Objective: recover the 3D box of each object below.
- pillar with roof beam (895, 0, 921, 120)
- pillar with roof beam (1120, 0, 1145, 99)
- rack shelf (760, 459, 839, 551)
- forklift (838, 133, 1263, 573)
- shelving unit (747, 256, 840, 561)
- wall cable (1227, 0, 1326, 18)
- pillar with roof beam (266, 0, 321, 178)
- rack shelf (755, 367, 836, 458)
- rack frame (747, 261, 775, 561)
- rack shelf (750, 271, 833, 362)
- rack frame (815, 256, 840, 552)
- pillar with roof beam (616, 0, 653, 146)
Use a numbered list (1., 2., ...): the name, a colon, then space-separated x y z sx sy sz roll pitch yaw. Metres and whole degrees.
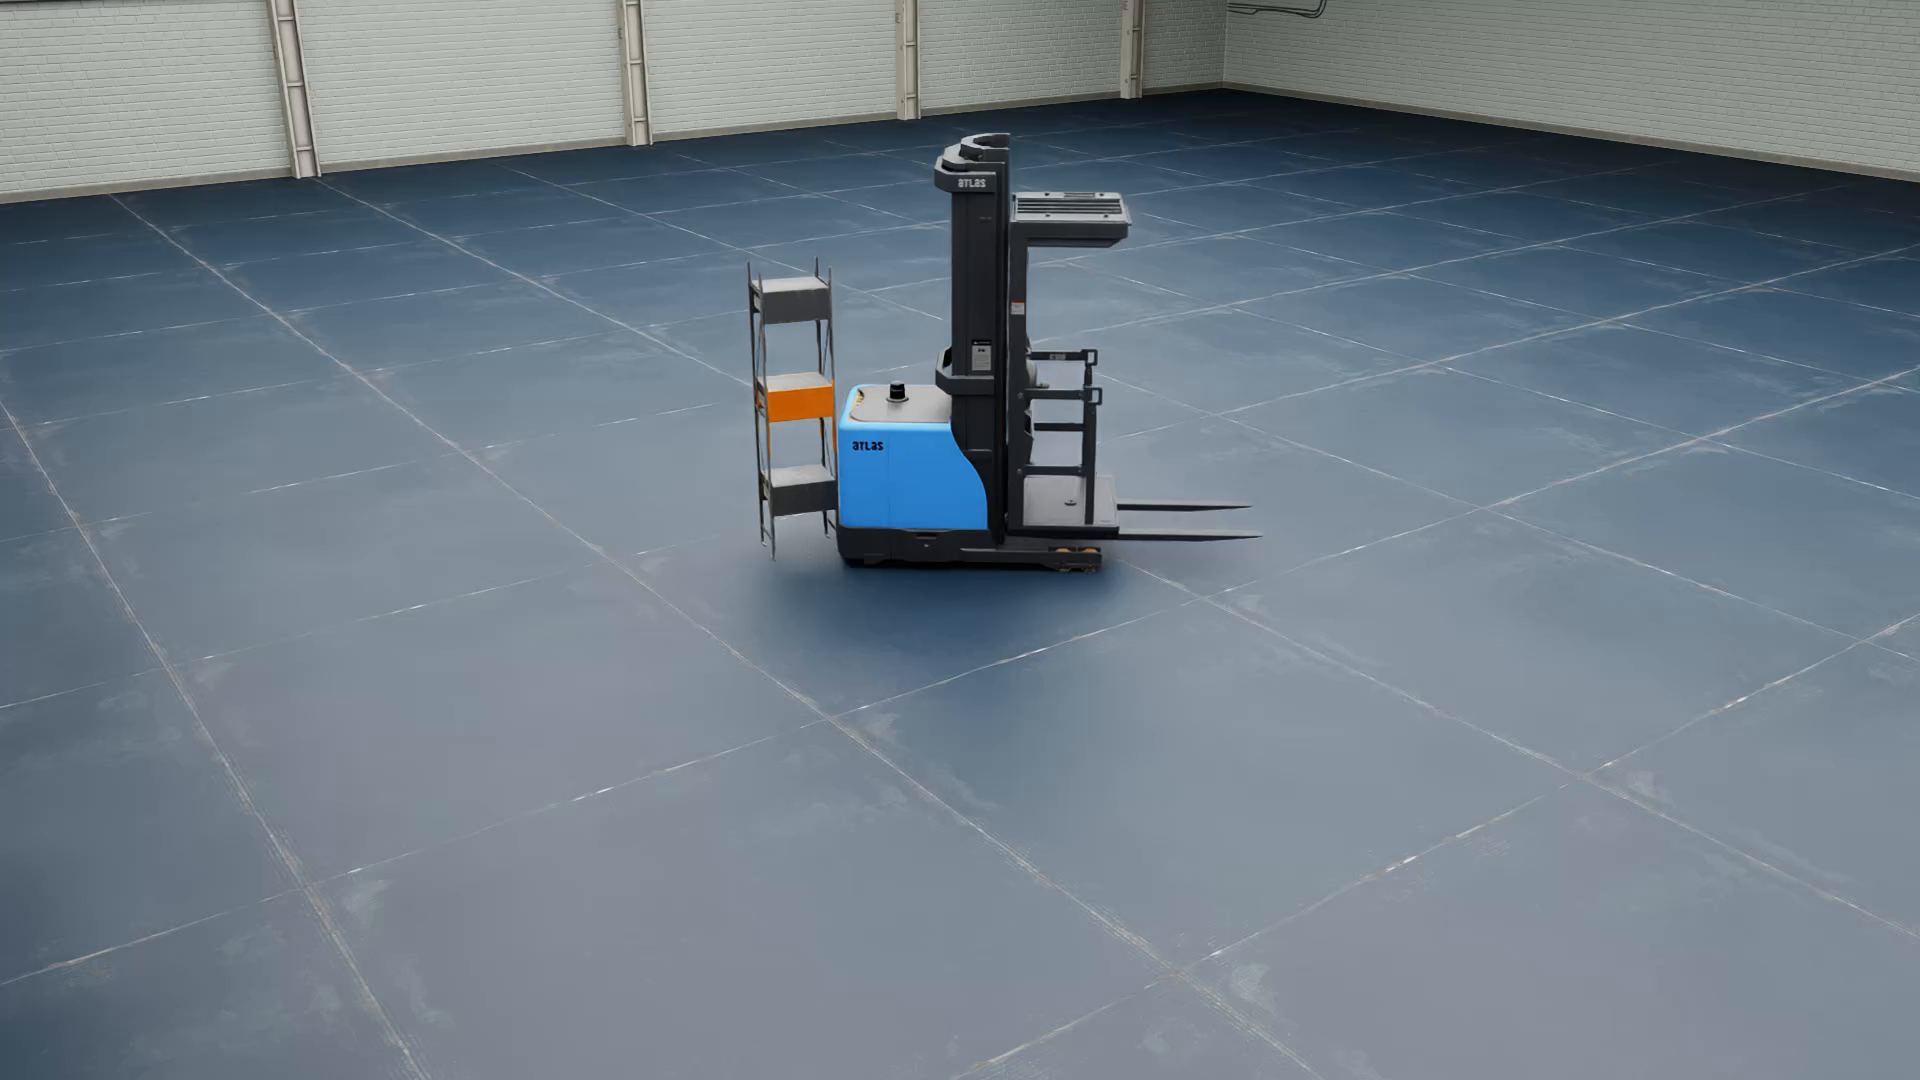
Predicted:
1. pillar with roof beam: 1.464 -11.494 29.058 0.400 9.000 9.100 -15 26 -33
2. pillar with roof beam: 6.334 -12.792 32.313 0.400 9.000 9.100 -15 26 -33
3. rack shelf: -1.178 -0.262 12.134 0.480 0.518 0.431 -7 22 -18
4. forklift: 0.667 -1.331 11.778 3.031 2.935 1.130 1 22 2
5. shelving unit: -1.181 -0.929 11.880 0.503 2.100 0.431 -7 22 -18
6. wall cable: 6.984 -12.885 36.735 0.112 2.526 3.097 -15 26 -33
7. pillar with roof beam: -8.277 -8.896 22.549 0.400 9.000 9.100 -15 26 -33
8. rack shelf: -1.181 -0.916 11.885 0.480 0.518 0.431 -7 22 -18
9. rack frame: -1.412 -0.900 11.807 0.015 2.100 0.400 -7 22 -18
10. rack shelf: -1.185 -1.571 11.637 0.480 0.518 0.431 -7 22 -18
11. rack frame: -0.951 -0.958 11.954 0.015 2.100 0.400 -7 22 -18
12. pillar with roof beam: -3.407 -10.195 25.804 0.400 9.000 9.100 -15 26 -33
